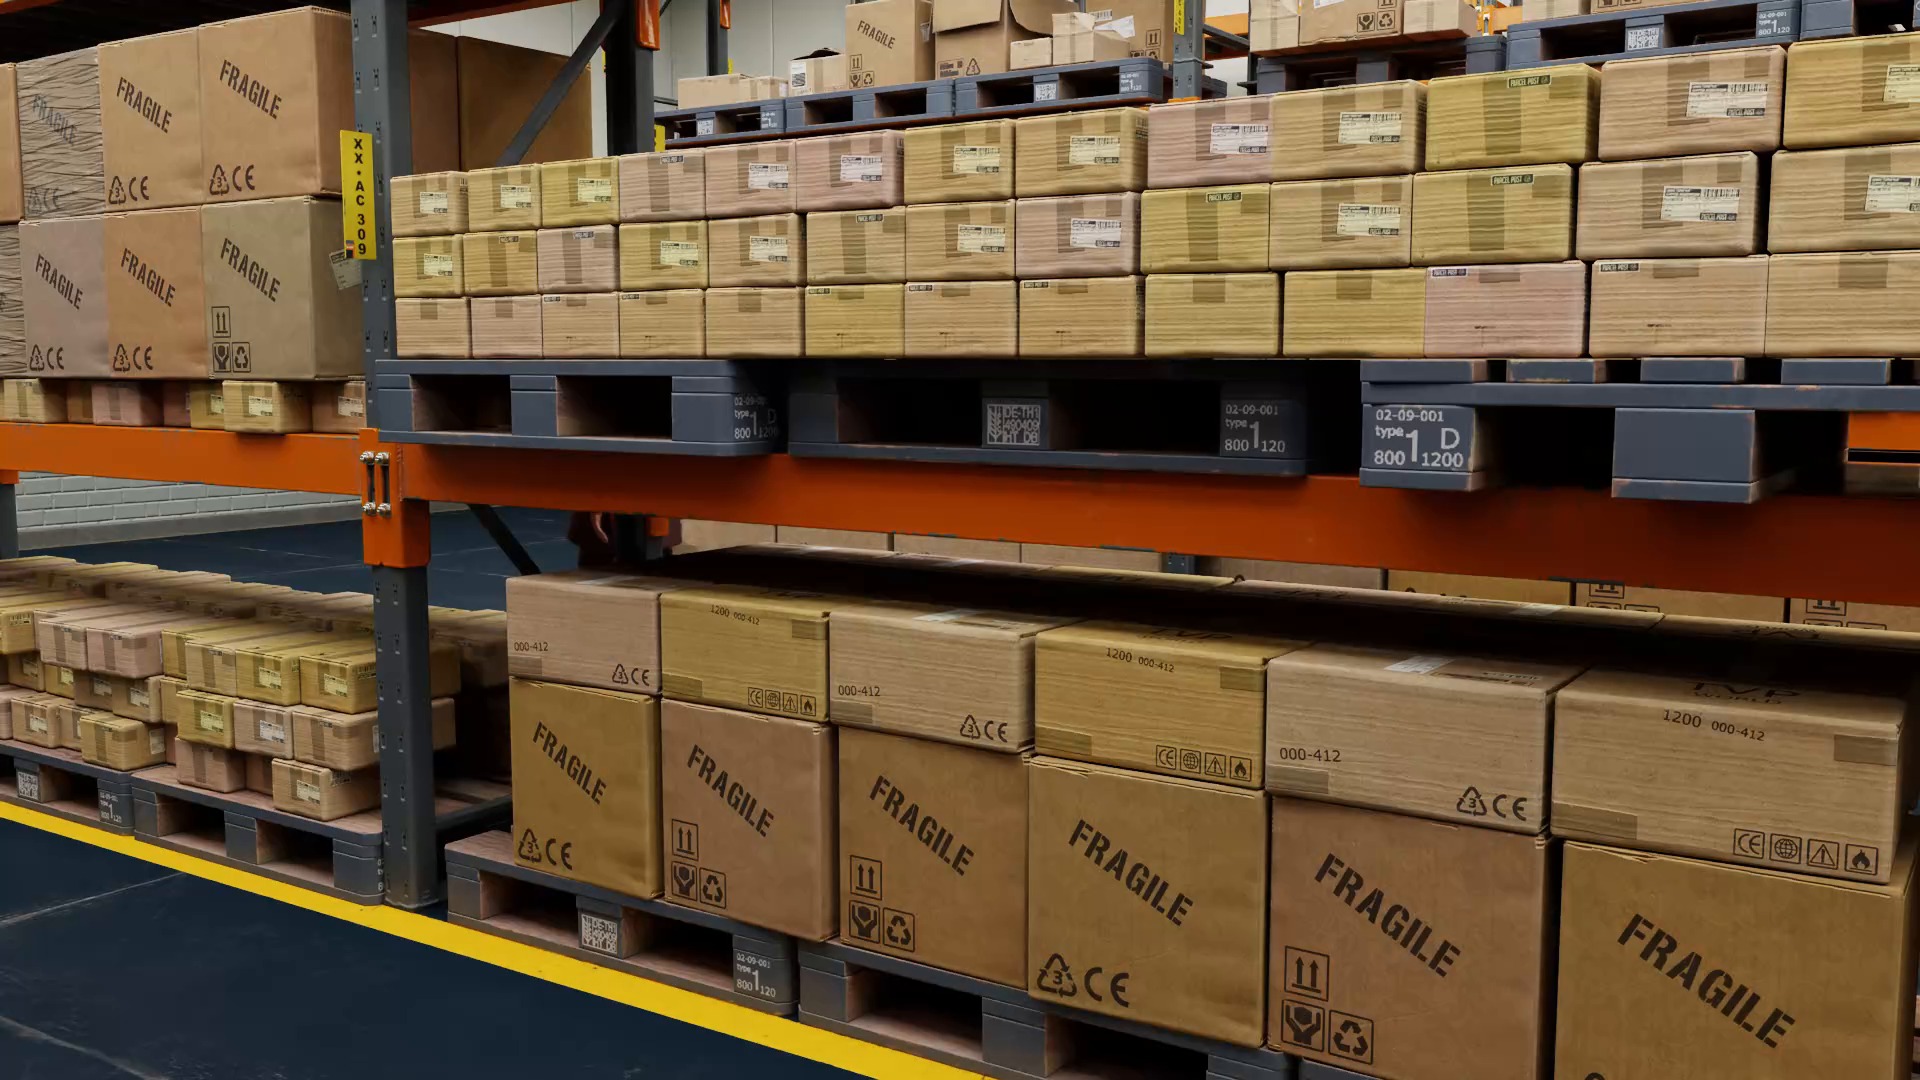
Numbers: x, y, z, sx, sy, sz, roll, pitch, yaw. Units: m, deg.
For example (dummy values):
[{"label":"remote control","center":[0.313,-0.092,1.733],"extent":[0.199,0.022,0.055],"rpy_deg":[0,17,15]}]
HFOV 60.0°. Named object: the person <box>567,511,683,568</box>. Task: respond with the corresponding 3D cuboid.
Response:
[{"label":"person","center":[-1.461,-0.198,7.477],"extent":[0.578,1.745,0.932],"rpy_deg":[-4,8,-35]}]
